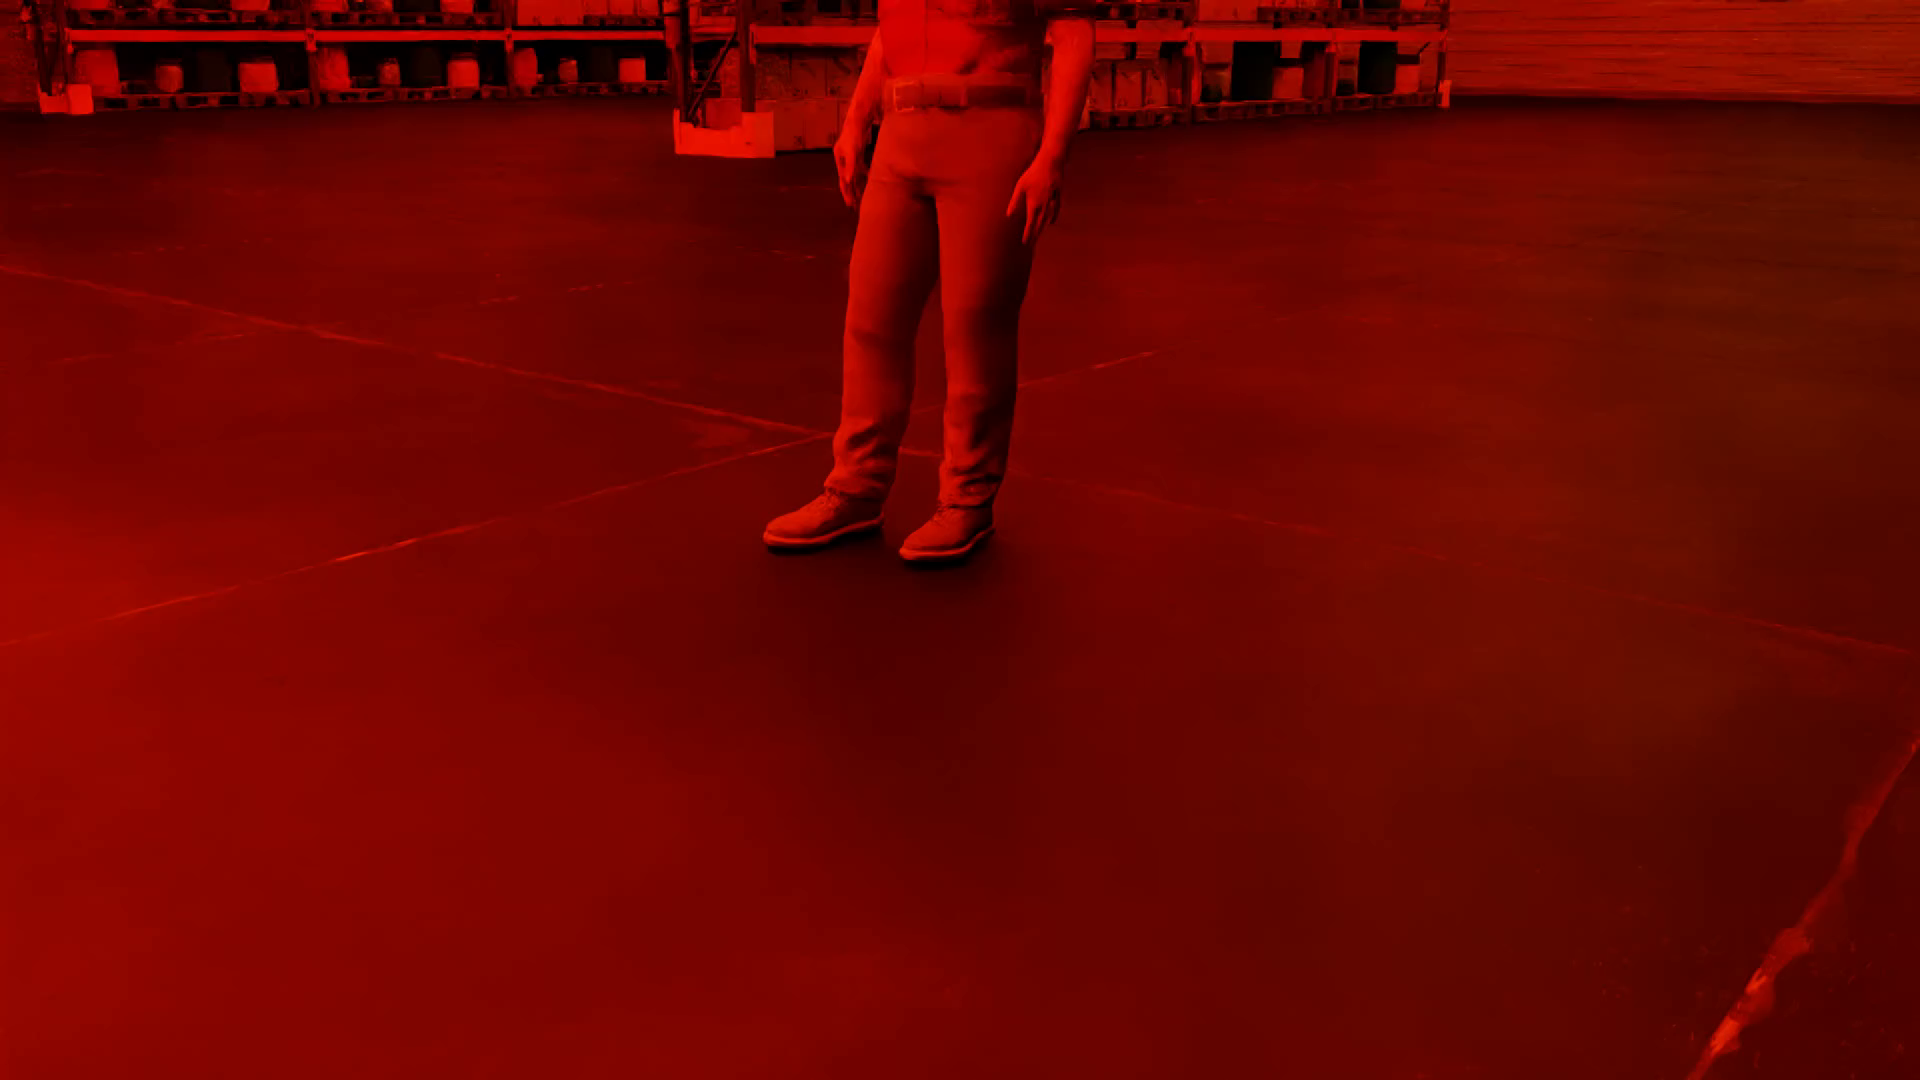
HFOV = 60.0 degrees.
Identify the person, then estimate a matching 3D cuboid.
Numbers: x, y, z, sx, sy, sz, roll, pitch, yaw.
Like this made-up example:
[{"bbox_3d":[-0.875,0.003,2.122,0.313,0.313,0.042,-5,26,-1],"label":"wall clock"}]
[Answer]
[{"bbox_3d":[-0.066,-0.816,3.630,0.640,1.727,0.550,13,21,37],"label":"person"}]
